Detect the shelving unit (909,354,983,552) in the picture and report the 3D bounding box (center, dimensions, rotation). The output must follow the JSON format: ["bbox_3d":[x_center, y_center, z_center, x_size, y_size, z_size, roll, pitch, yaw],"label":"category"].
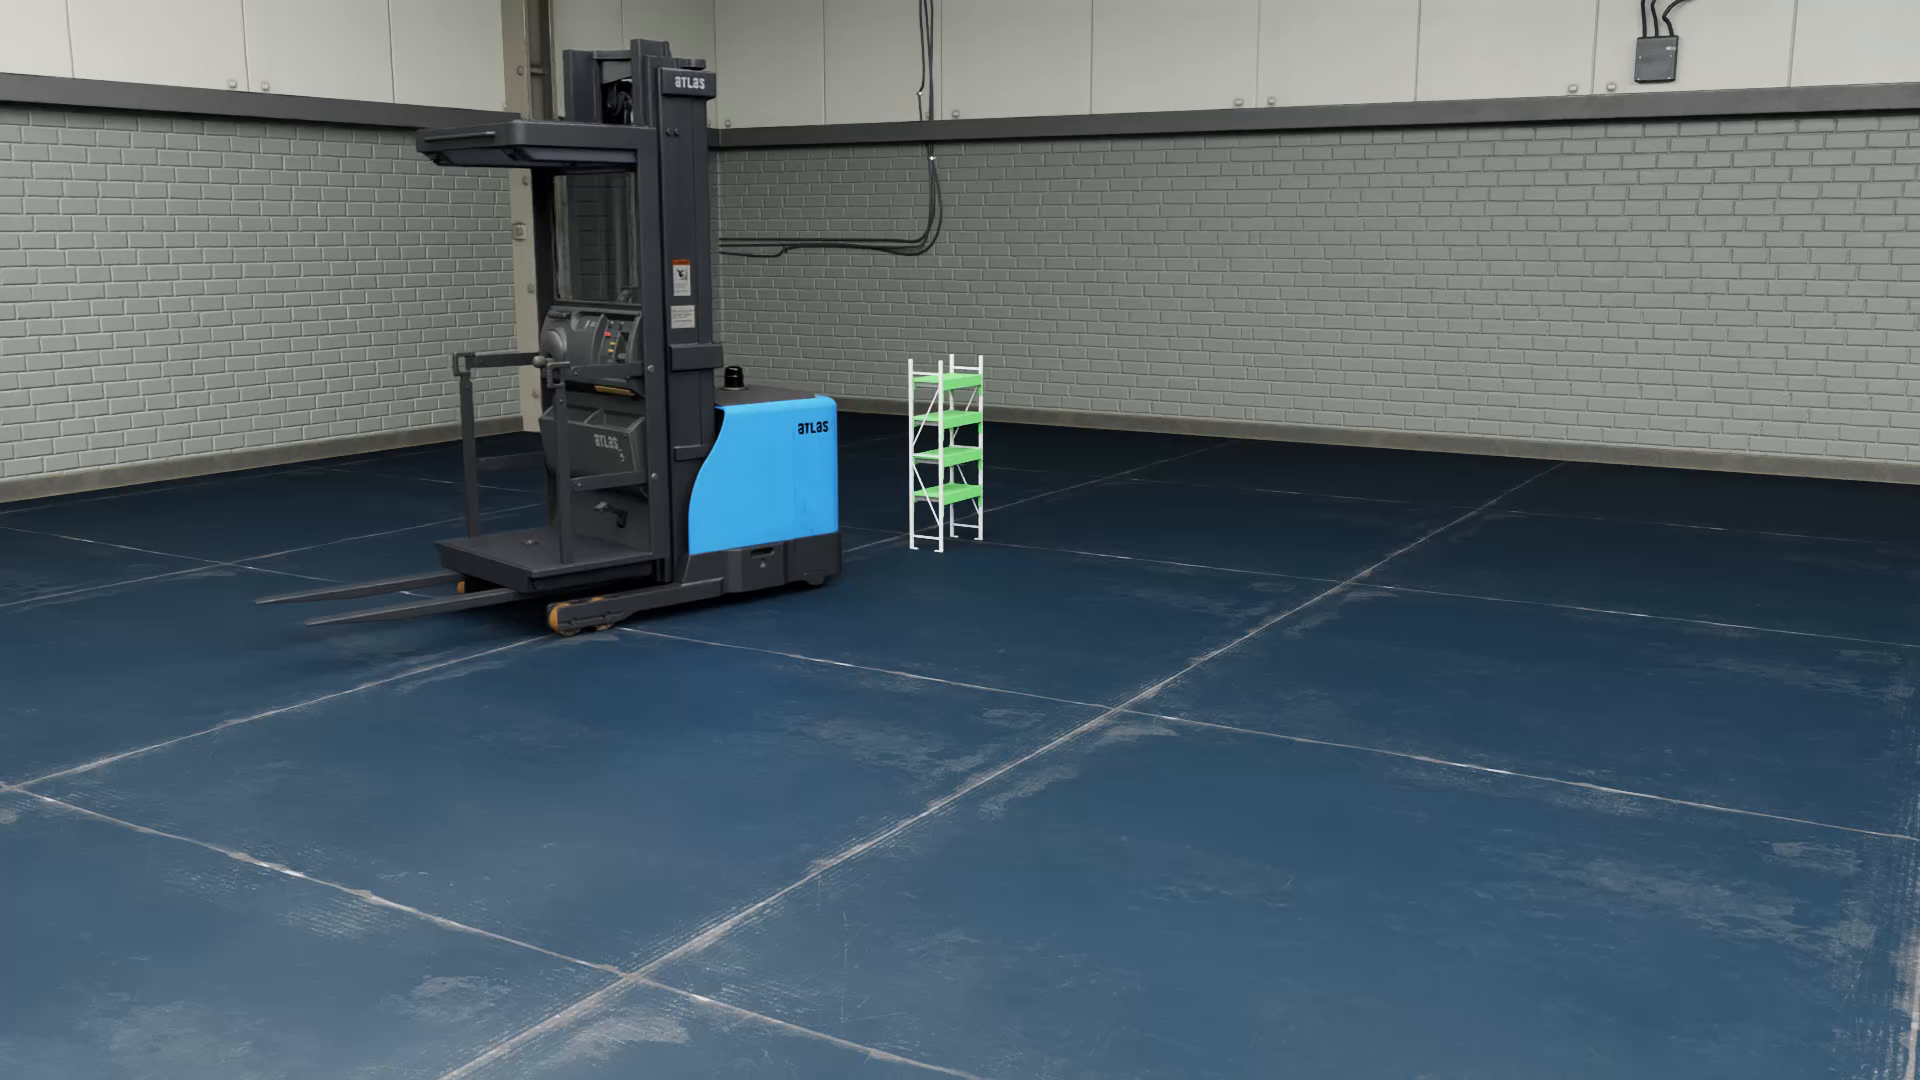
[{"bbox_3d":[-0.086,-0.564,10.619,0.258,1.200,0.503,6,12,31],"label":"shelving unit"}]

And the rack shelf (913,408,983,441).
[{"bbox_3d":[-0.086,-0.737,10.587,0.258,0.148,0.480,6,12,31],"label":"rack shelf"}]

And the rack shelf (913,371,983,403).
[{"bbox_3d":[-0.086,-0.973,10.543,0.258,0.148,0.480,6,12,31],"label":"rack shelf"}]

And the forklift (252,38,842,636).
[{"bbox_3d":[-2.100,-1.069,8.613,3.031,2.935,1.130,-10,14,-42],"label":"forklift"}]

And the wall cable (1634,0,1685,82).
[{"bbox_3d":[6.578,-6.640,12.641,2.305,6.003,0.169,6,12,31],"label":"wall cable"}]

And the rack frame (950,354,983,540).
[{"bbox_3d":[0.041,-0.602,10.824,0.240,1.200,0.015,6,12,31],"label":"rack frame"}]

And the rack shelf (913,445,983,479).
[{"bbox_3d":[-0.086,-0.501,10.631,0.258,0.148,0.480,6,12,31],"label":"rack shelf"}]

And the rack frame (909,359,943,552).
[{"bbox_3d":[-0.213,-0.525,10.414,0.240,1.200,0.015,6,12,31],"label":"rack frame"}]

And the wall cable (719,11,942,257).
[{"bbox_3d":[-1.528,-4.352,18.097,3.097,2.526,0.112,6,12,31],"label":"wall cable"}]

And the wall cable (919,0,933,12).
[{"bbox_3d":[0.784,-6.576,16.252,3.097,2.526,0.112,6,12,31],"label":"wall cable"}]

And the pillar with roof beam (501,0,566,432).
[{"bbox_3d":[-0.508,-5.130,13.815,9.100,9.000,0.400,6,12,31],"label":"pillar with roof beam"}]

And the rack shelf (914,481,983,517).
[{"bbox_3d":[-0.086,-0.265,10.675,0.258,0.148,0.480,6,12,31],"label":"rack shelf"}]
